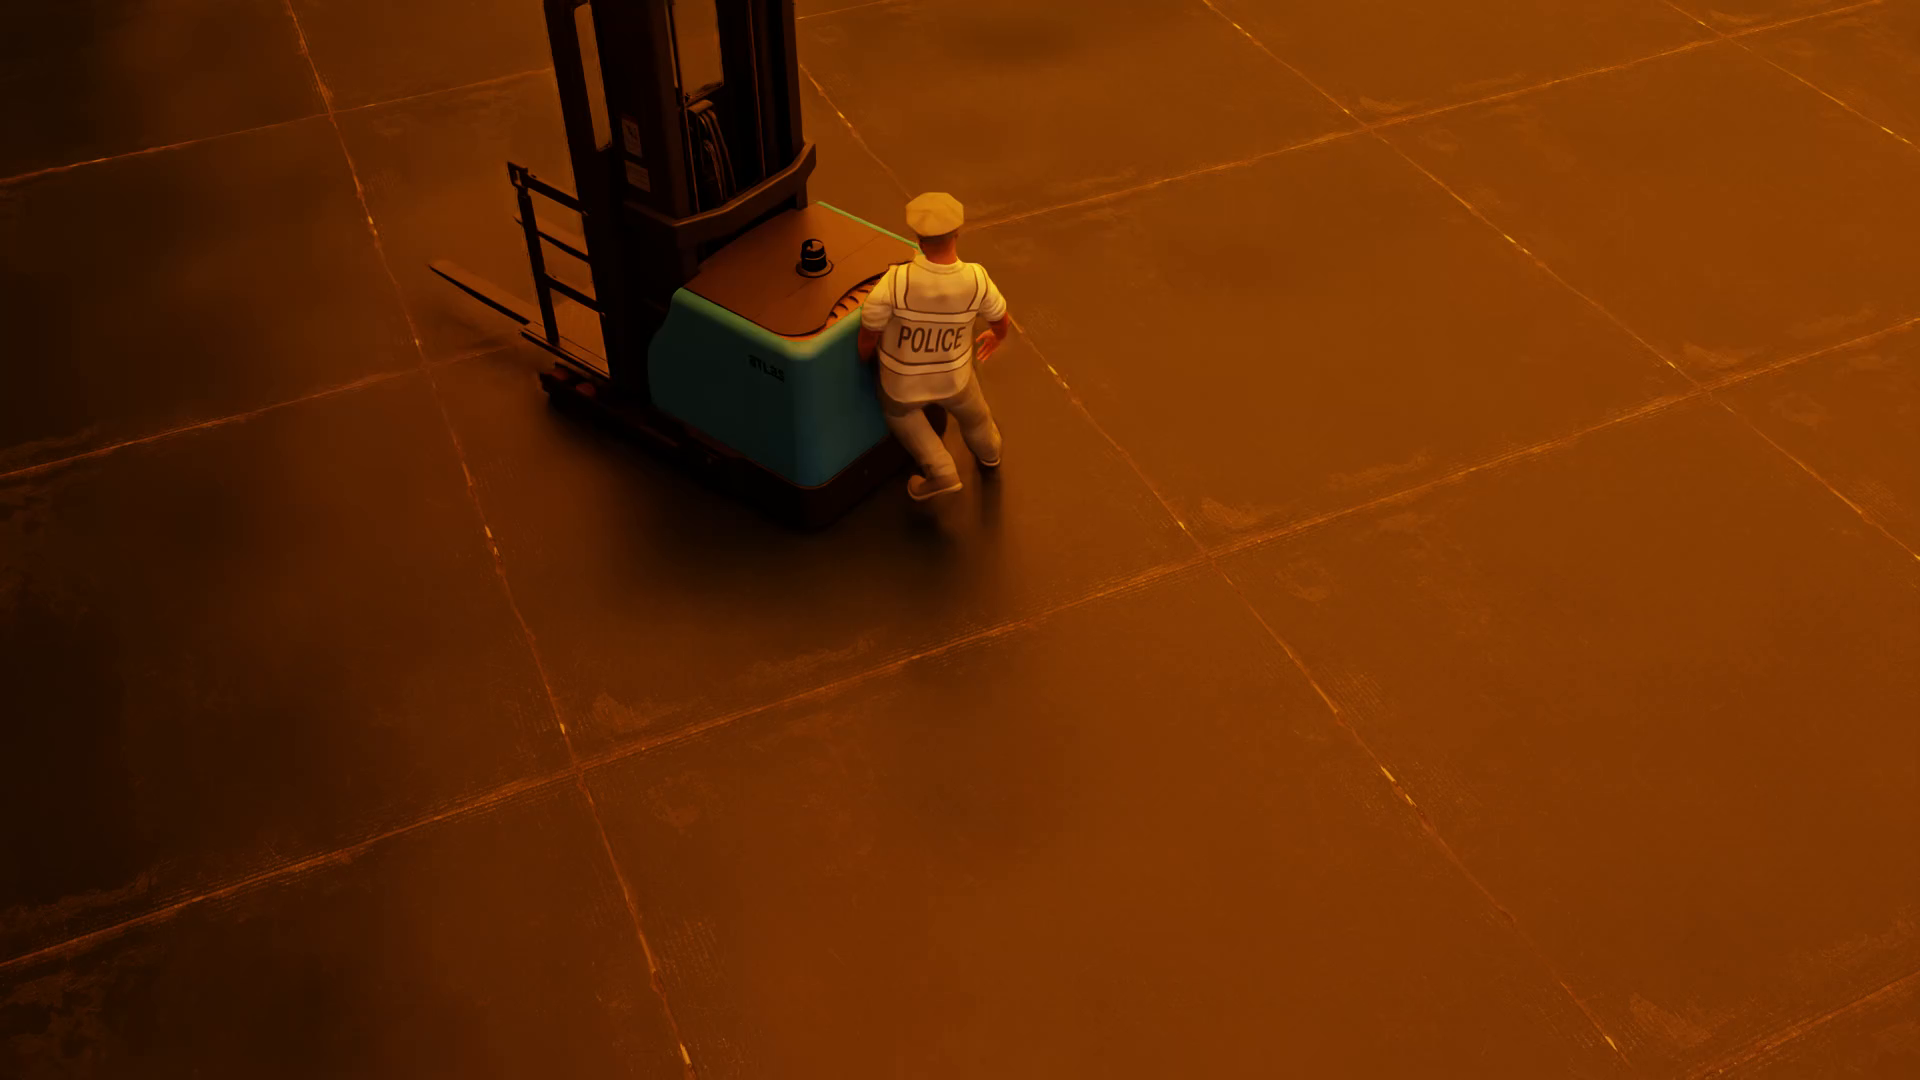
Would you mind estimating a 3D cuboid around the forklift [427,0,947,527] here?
[{"bbox_3d":[-1.535,-1.970,7.791,3.031,2.935,1.130,28,50,27],"label":"forklift"}]

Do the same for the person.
[{"bbox_3d":[-0.125,-0.905,7.562,0.734,1.673,0.733,-7,43,-7],"label":"person"}]
